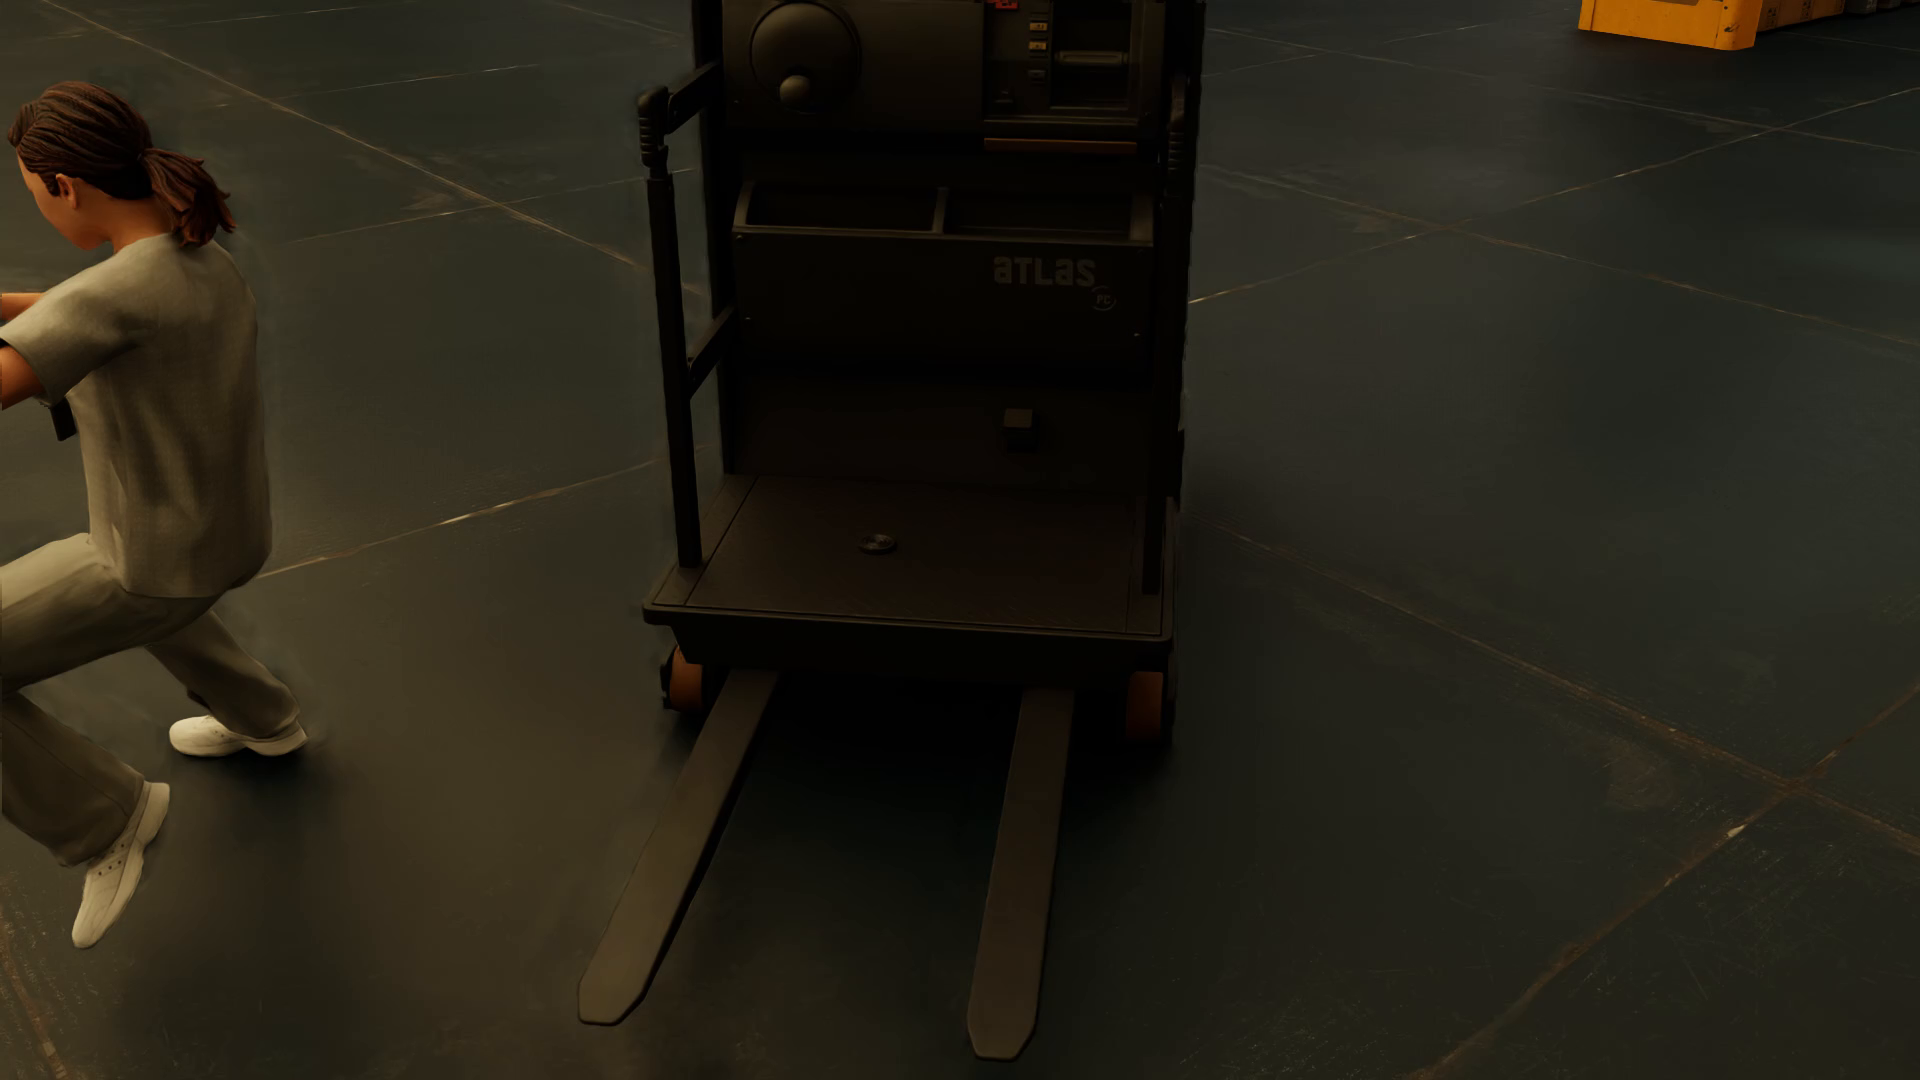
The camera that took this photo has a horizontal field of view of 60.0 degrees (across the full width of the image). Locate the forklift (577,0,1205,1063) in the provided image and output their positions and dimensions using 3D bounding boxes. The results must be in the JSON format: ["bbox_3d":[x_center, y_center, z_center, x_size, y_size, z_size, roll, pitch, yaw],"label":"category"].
[{"bbox_3d":[-0.060,-1.032,3.283,1.130,2.935,3.031,3,27,6],"label":"forklift"}]

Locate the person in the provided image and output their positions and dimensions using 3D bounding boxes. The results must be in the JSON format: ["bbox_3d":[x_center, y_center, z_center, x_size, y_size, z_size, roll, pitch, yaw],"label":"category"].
[{"bbox_3d":[-1.550,-0.048,2.922,0.734,1.478,0.865,2,26,3],"label":"person"}]
